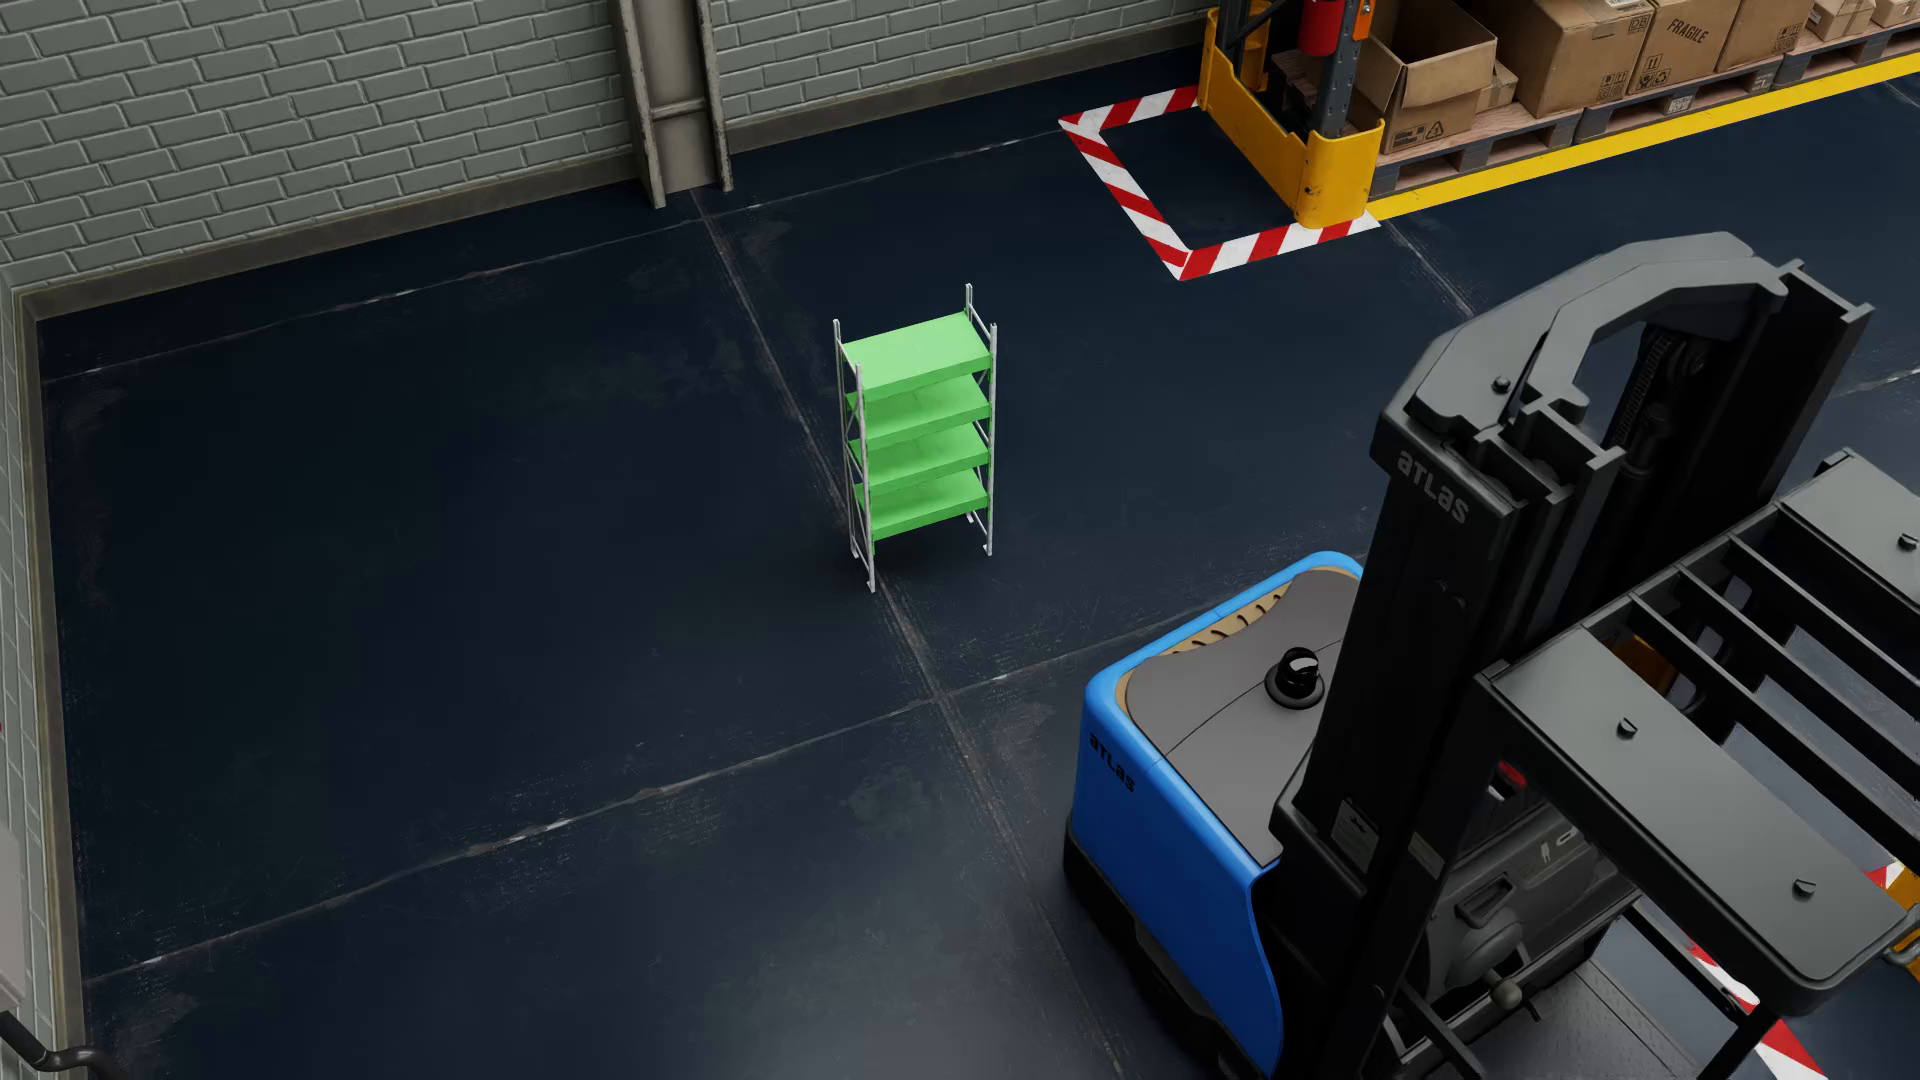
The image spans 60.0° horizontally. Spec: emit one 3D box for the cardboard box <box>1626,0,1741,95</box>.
[{"bbox_3d":[3.437,-2.596,8.214,0.500,0.500,0.500,-16,51,-14],"label":"cardboard box"}]

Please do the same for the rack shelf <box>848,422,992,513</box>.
[{"bbox_3d":[-0.153,-0.302,6.143,0.480,0.148,0.258,-17,52,-14],"label":"rack shelf"}]

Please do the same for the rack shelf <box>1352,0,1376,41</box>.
[{"bbox_3d":[3.353,-3.205,7.840,4.000,0.370,1.077,-17,52,-14],"label":"rack shelf"}]

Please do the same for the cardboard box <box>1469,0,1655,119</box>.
[{"bbox_3d":[2.910,-2.515,8.144,0.500,0.500,0.700,-15,51,-13],"label":"cardboard box"}]

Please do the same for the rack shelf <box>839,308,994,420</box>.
[{"bbox_3d":[-0.153,-0.614,5.779,0.480,0.148,0.258,-17,52,-14],"label":"rack shelf"}]

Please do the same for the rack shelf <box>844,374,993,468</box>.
[{"bbox_3d":[-0.153,-0.458,5.961,0.480,0.148,0.258,-17,52,-14],"label":"rack shelf"}]

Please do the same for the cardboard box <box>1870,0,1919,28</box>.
[{"bbox_3d":[4.800,-2.855,8.667,0.250,0.149,0.380,-19,52,-15],"label":"cardboard box"}]

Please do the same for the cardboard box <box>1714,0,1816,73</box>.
[{"bbox_3d":[3.871,-2.812,8.400,0.500,0.500,0.700,-19,52,-16],"label":"cardboard box"}]

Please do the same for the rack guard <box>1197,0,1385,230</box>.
[{"bbox_3d":[1.572,-2.073,8.041,0.348,0.500,1.175,-17,52,-14],"label":"rack guard"}]

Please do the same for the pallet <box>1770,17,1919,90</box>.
[{"bbox_3d":[4.569,-2.908,8.949,1.213,0.211,1.003,-17,52,-14],"label":"pallet"}]

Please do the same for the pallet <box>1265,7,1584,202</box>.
[{"bbox_3d":[2.310,-2.208,8.348,1.213,0.211,1.003,-17,52,-14],"label":"pallet"}]

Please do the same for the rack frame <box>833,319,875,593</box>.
[{"bbox_3d":[-0.379,-0.273,6.035,0.015,1.200,0.240,-17,52,-14],"label":"rack frame"}]

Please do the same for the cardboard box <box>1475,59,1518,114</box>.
[{"bbox_3d":[2.512,-2.277,8.171,0.250,0.149,0.380,-19,52,-16],"label":"cardboard box"}]

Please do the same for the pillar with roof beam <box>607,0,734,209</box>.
[{"bbox_3d":[0.293,-1.656,2.081,0.400,9.000,9.100,-17,52,-14],"label":"pillar with roof beam"}]

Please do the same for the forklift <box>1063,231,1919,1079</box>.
[{"bbox_3d":[1.575,0.890,3.895,1.130,2.935,3.031,-27,54,-21],"label":"forklift"}]

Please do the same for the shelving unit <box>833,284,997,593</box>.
[{"bbox_3d":[-0.153,-0.343,6.095,0.503,1.200,0.258,-17,52,-14],"label":"shelving unit"}]

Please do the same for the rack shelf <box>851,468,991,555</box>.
[{"bbox_3d":[-0.153,-0.145,6.325,0.480,0.148,0.258,-17,52,-14],"label":"rack shelf"}]

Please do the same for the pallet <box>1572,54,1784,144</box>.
[{"bbox_3d":[3.438,-2.555,8.646,1.213,0.211,1.003,-17,52,-14],"label":"pallet"}]

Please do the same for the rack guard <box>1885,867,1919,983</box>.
[{"bbox_3d":[3.360,1.441,5.024,0.348,0.500,1.175,-17,52,-14],"label":"rack guard"}]

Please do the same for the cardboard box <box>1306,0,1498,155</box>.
[{"bbox_3d":[2.104,-2.298,7.956,0.637,0.503,0.797,-19,52,-16],"label":"cardboard box"}]

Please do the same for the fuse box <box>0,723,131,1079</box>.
[{"bbox_3d":[-2.488,1.156,4.470,0.414,1.711,0.539,-17,52,-14],"label":"fuse box"}]

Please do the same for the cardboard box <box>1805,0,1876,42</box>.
[{"bbox_3d":[4.470,-2.790,8.535,0.258,0.266,0.396,-16,51,-13],"label":"cardboard box"}]

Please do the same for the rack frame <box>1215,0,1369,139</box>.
[{"bbox_3d":[1.502,-2.865,7.074,0.127,3.000,1.000,-17,52,-14],"label":"rack frame"}]

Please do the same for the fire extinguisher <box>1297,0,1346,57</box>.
[{"bbox_3d":[1.540,-2.352,6.930,0.183,0.674,0.296,-17,52,-14],"label":"fire extinguisher"}]

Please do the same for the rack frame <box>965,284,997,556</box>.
[{"bbox_3d":[0.073,-0.413,6.155,0.015,1.200,0.240,-17,52,-14],"label":"rack frame"}]
